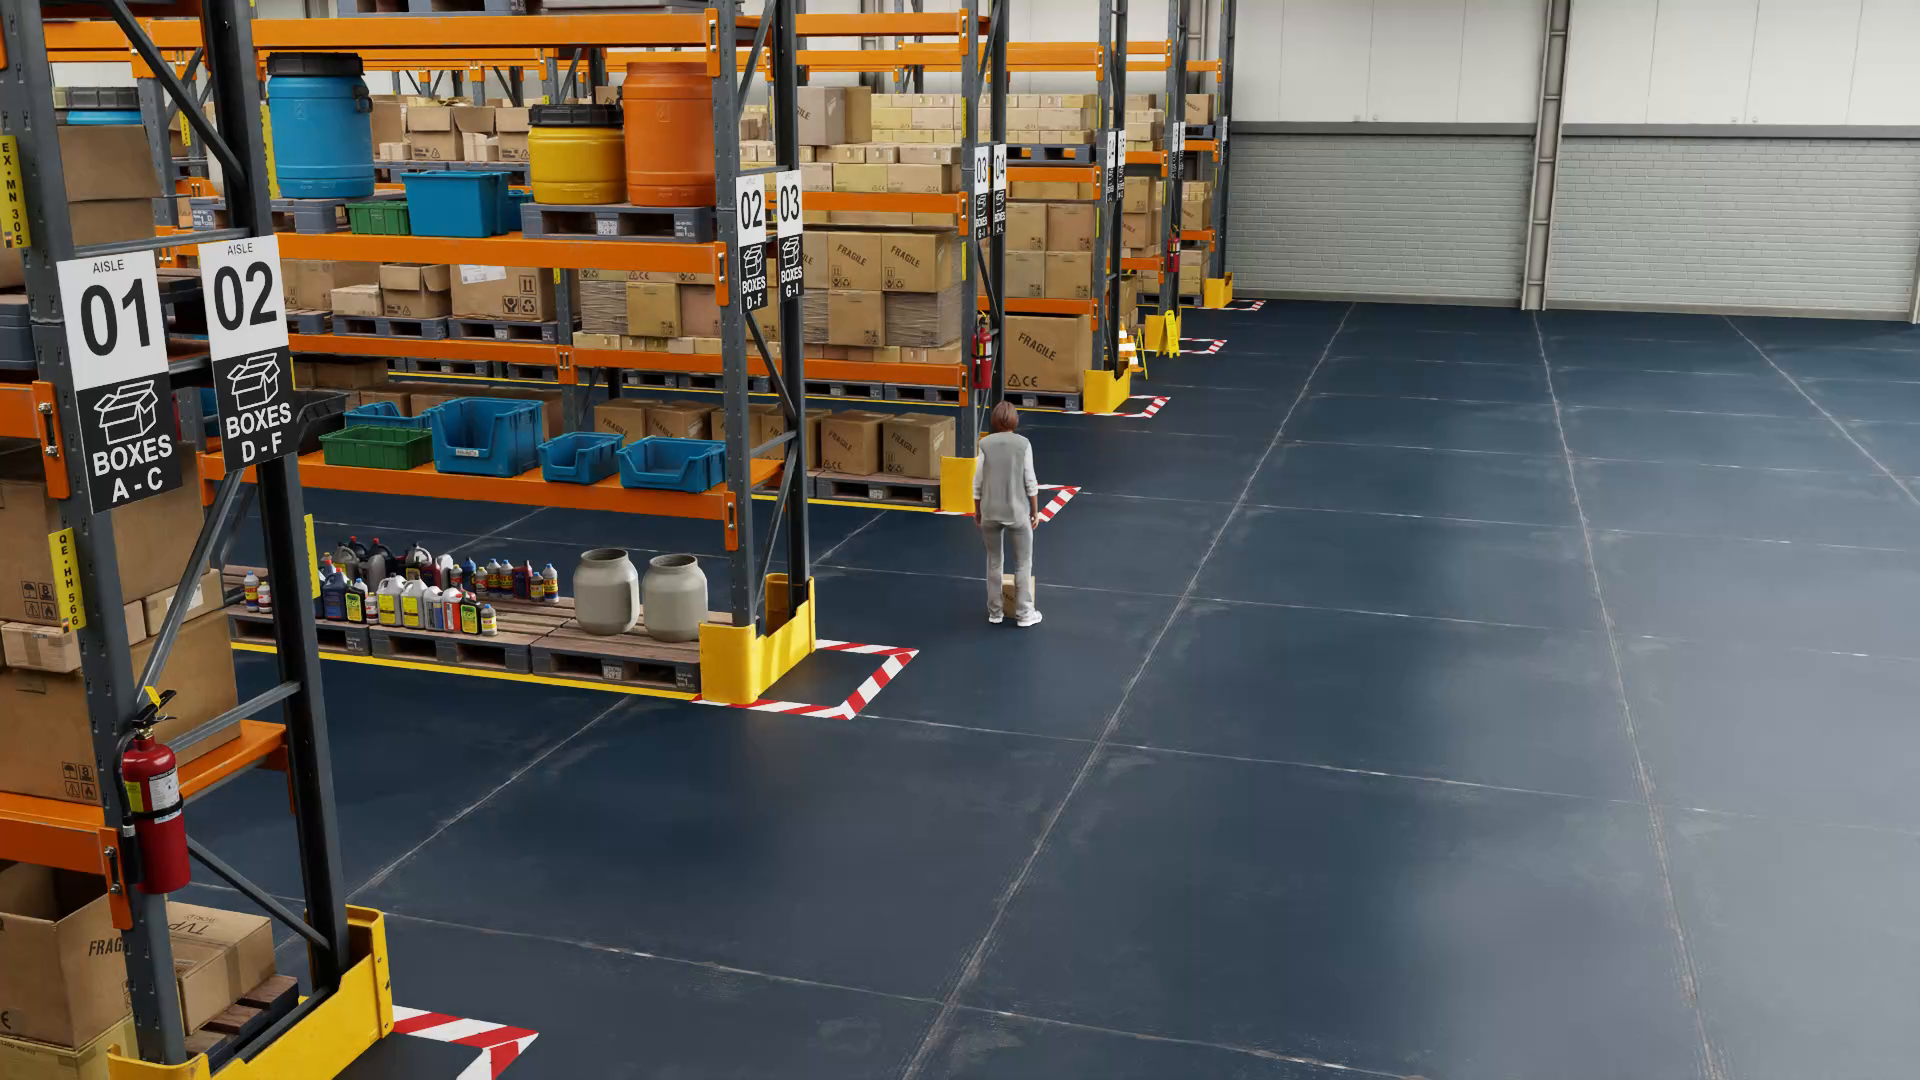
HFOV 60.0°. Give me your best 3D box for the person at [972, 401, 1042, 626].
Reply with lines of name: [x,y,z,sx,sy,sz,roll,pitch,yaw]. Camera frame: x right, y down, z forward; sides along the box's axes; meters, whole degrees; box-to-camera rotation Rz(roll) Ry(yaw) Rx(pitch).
person: [0.330,-0.180,11.700,0.483,1.592,0.377,3,16,13]
